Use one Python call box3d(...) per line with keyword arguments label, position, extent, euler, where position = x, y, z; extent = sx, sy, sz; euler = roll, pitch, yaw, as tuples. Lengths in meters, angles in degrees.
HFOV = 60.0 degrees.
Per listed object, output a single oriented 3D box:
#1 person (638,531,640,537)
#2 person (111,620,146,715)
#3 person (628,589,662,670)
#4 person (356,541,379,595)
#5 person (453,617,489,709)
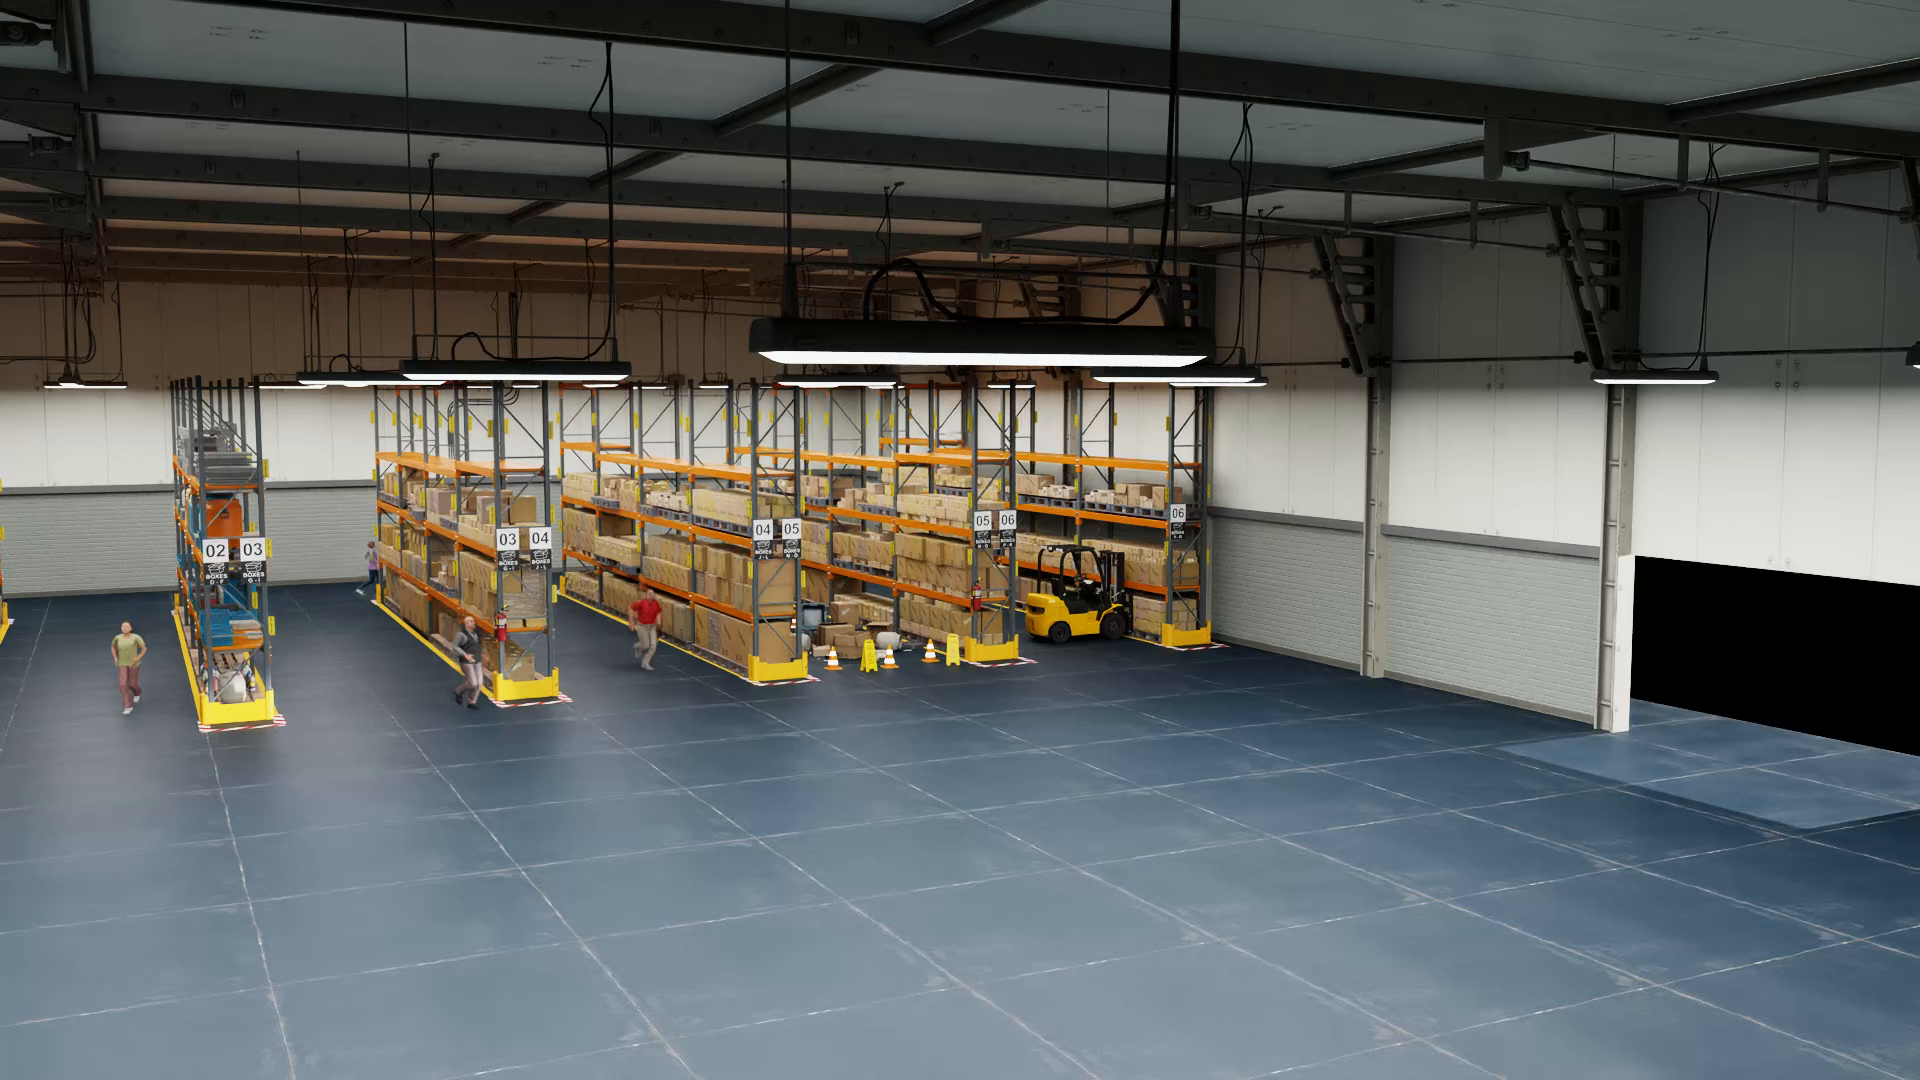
box3d(label="person", position=(-9.179, 0.603, 47.926), extent=(0.656, 1.793, 0.675), euler=(-5, 7, -43))
box3d(label="person", position=(-14.933, 2.254, 29.881), extent=(0.594, 1.660, 0.799), euler=(-1, 5, -16))
box3d(label="person", position=(-6.492, 1.847, 34.432), extent=(0.702, 1.686, 0.705), euler=(-4, 7, -41))
box3d(label="person", position=(-16.304, 0.821, 46.138), extent=(0.885, 1.602, 0.553), euler=(-1, 5, -16))
box3d(label="person", position=(-8.853, 2.215, 30.047), extent=(0.580, 1.674, 0.646), euler=(3, 6, 29))
